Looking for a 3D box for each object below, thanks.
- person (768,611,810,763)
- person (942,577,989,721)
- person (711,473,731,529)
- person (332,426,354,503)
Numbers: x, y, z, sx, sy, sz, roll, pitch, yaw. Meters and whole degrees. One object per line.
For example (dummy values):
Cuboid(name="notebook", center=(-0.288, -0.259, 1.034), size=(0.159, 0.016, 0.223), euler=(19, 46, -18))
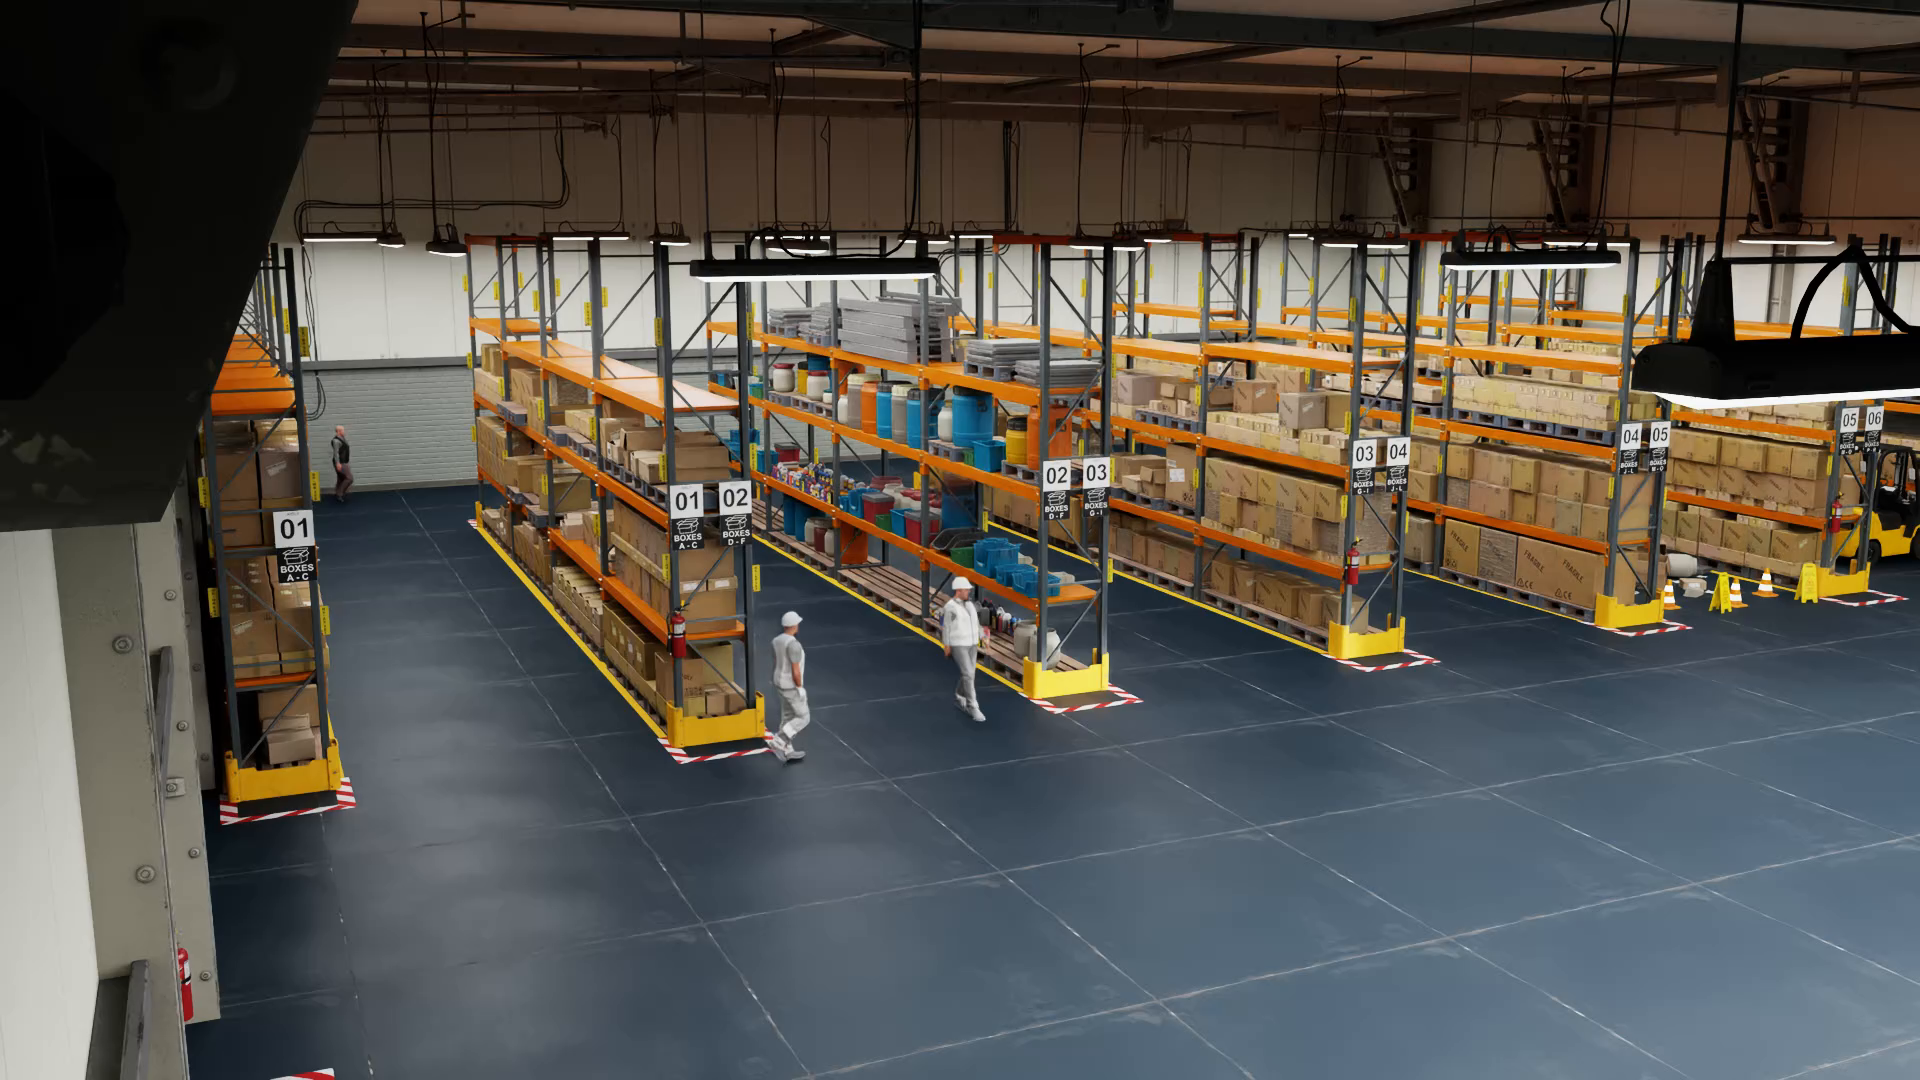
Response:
Cuboid(name="person", center=(-2.024, 1.725, 19.452), size=(0.463, 1.787, 0.569), euler=(-5, 12, -24))
Cuboid(name="person", center=(0.155, 1.379, 21.443), size=(0.718, 1.778, 0.559), euler=(9, 14, 40))
Cuboid(name="person", center=(-4.731, -0.779, 32.549), size=(0.567, 1.746, 1.082), euler=(-2, 11, -9))
Cuboid(name="person", center=(-13.874, -1.708, 37.354), size=(0.427, 1.730, 0.555), euler=(-4, 12, -20))
